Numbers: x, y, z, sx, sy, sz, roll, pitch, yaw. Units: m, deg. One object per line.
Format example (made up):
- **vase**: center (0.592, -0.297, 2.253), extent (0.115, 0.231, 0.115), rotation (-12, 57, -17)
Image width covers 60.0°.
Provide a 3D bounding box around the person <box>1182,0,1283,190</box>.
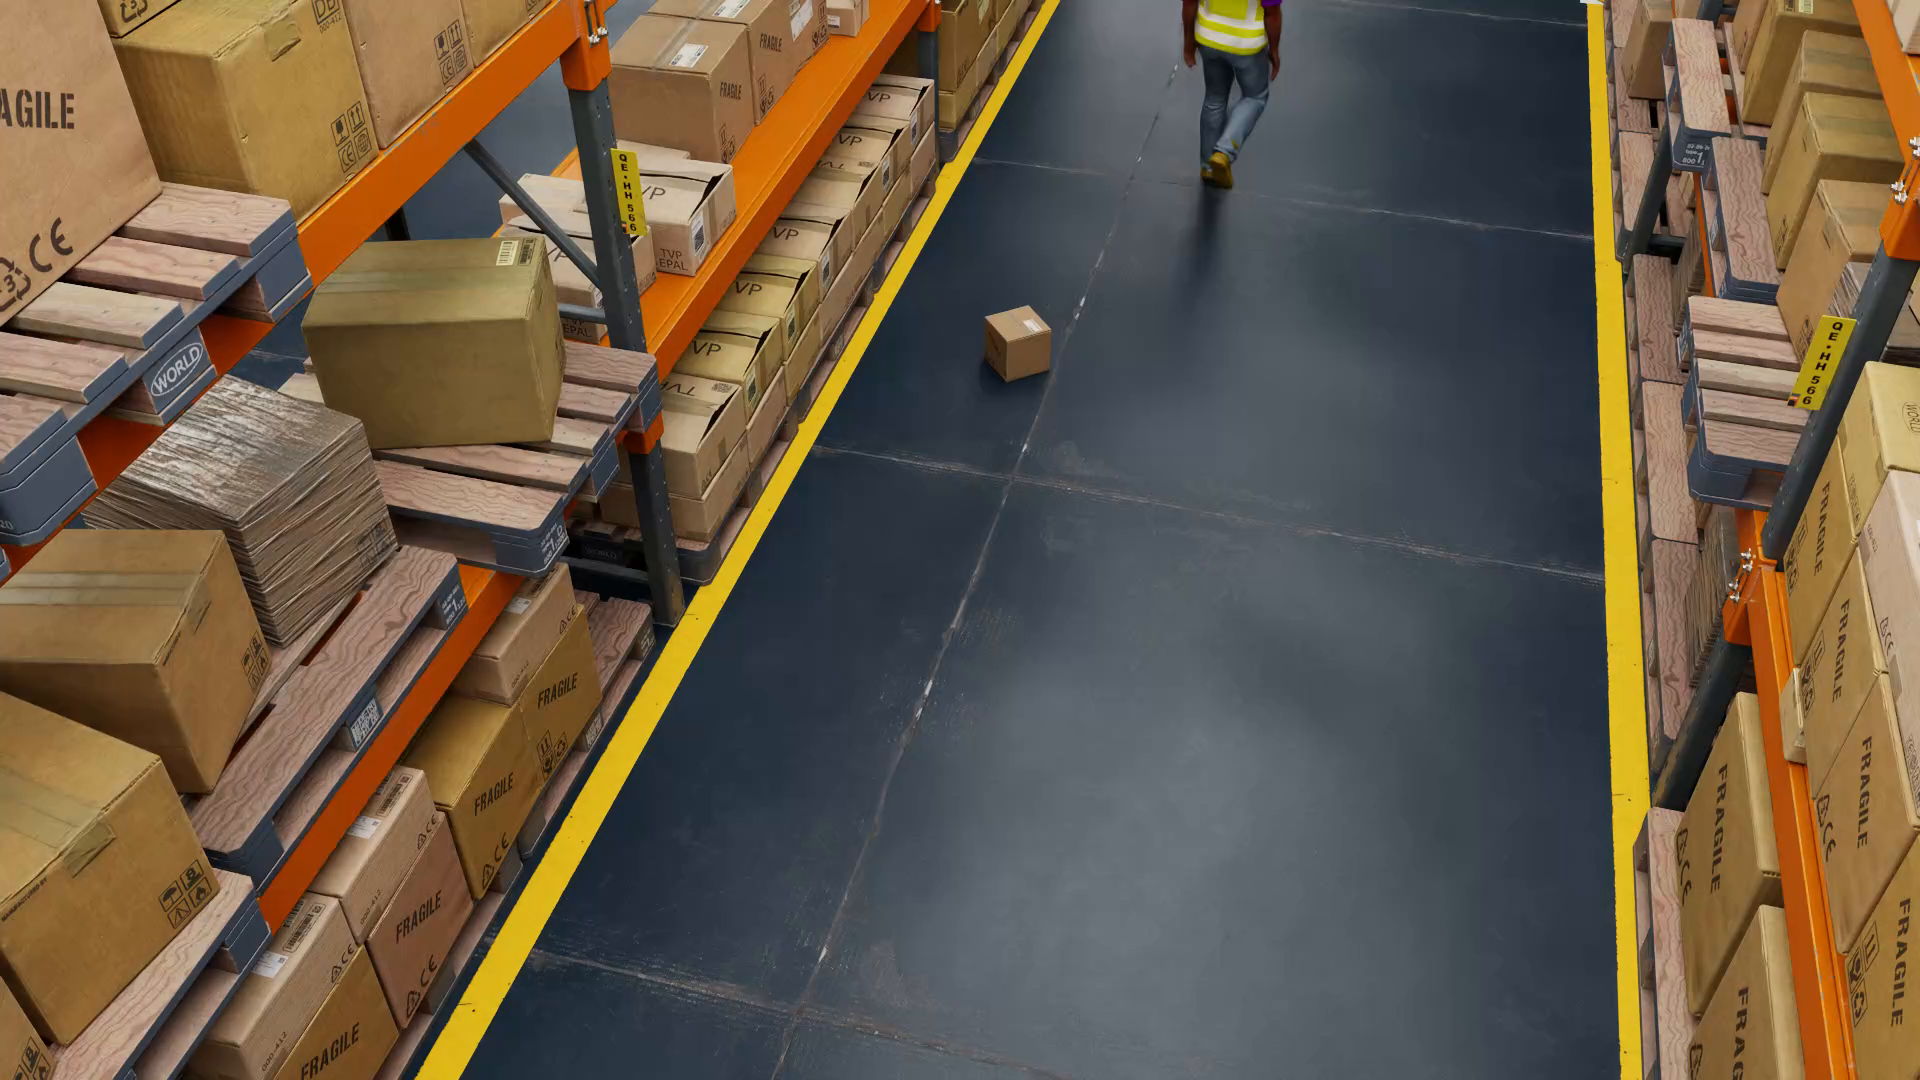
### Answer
- **person**: center (1.529, -2.803, 9.361), extent (0.579, 1.751, 0.614), rotation (20, 44, 21)
